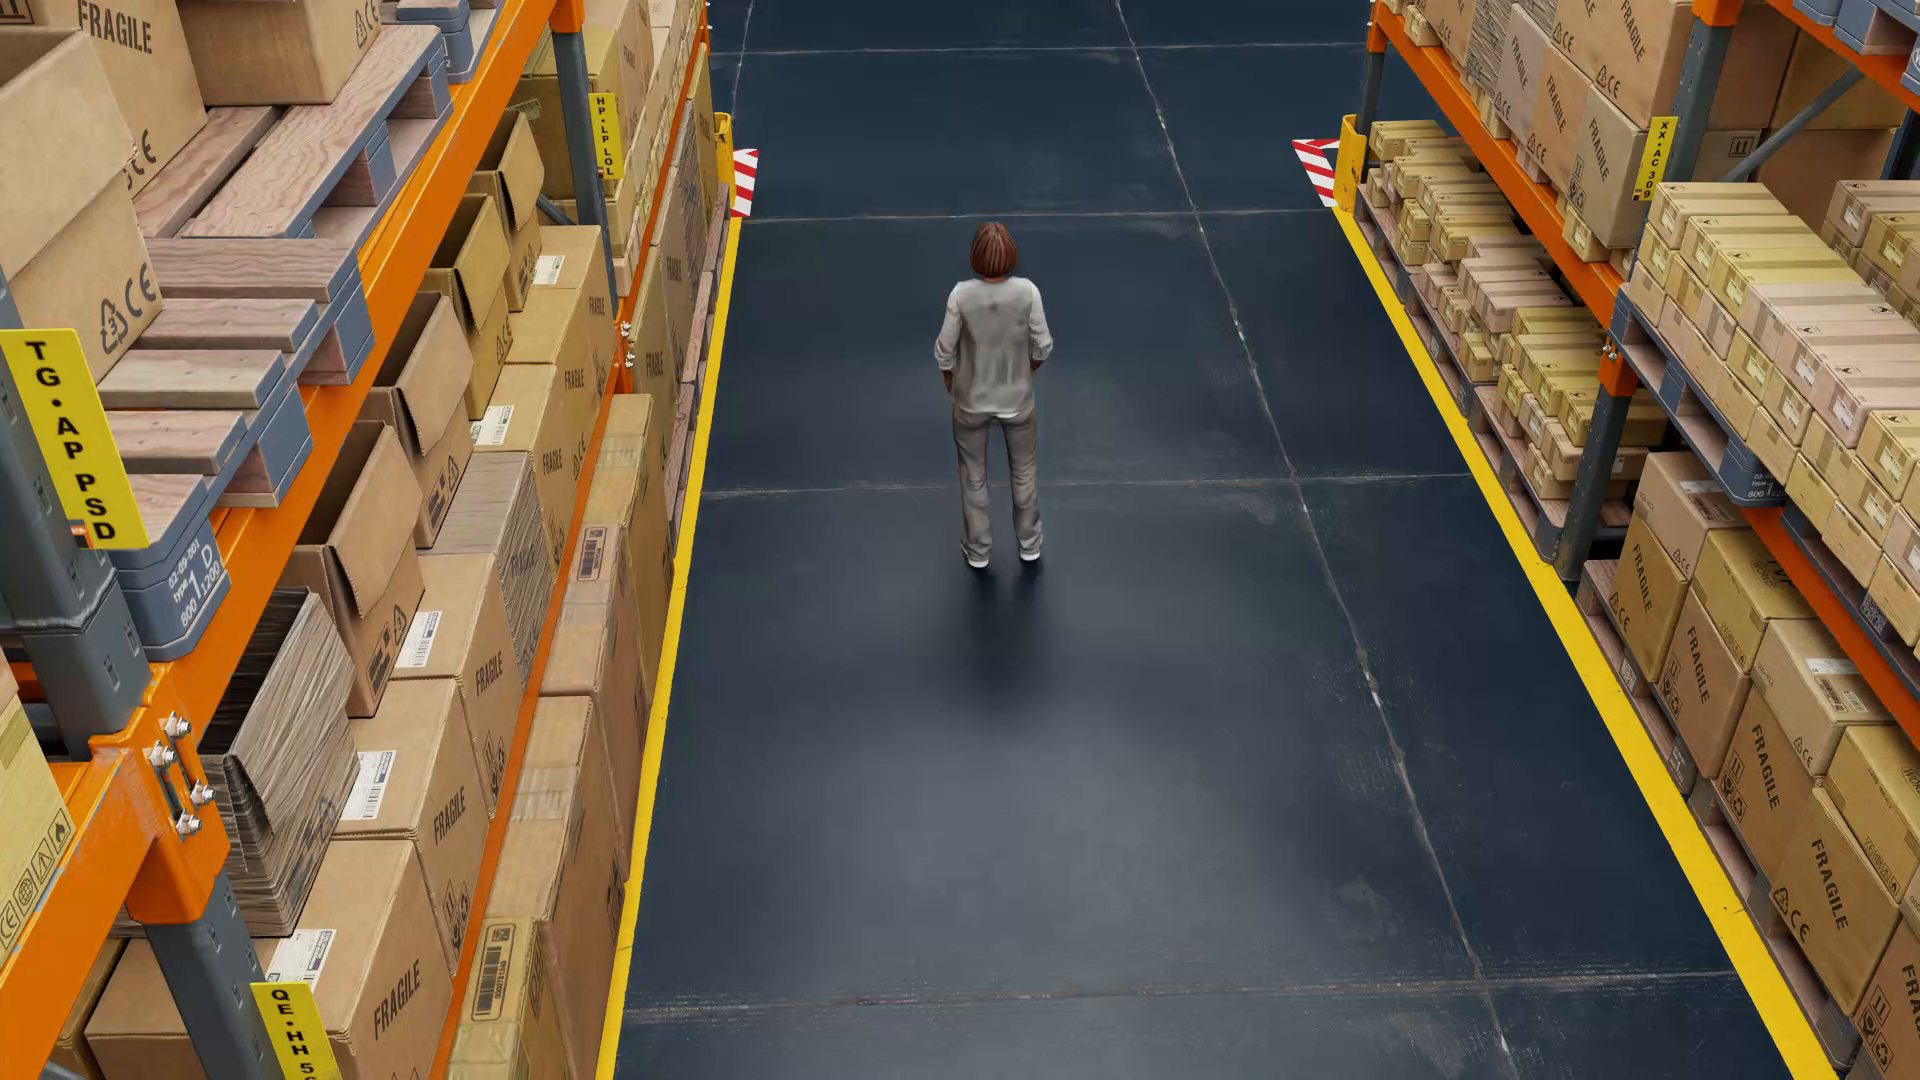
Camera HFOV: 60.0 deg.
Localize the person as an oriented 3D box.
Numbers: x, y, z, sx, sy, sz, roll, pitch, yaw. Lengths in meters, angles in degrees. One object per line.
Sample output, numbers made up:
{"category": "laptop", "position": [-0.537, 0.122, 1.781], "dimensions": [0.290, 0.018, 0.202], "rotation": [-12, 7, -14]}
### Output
{"category": "person", "position": [0.136, -0.608, 6.995], "dimensions": [0.487, 1.599, 0.376], "rotation": [-2, 36, -2]}
